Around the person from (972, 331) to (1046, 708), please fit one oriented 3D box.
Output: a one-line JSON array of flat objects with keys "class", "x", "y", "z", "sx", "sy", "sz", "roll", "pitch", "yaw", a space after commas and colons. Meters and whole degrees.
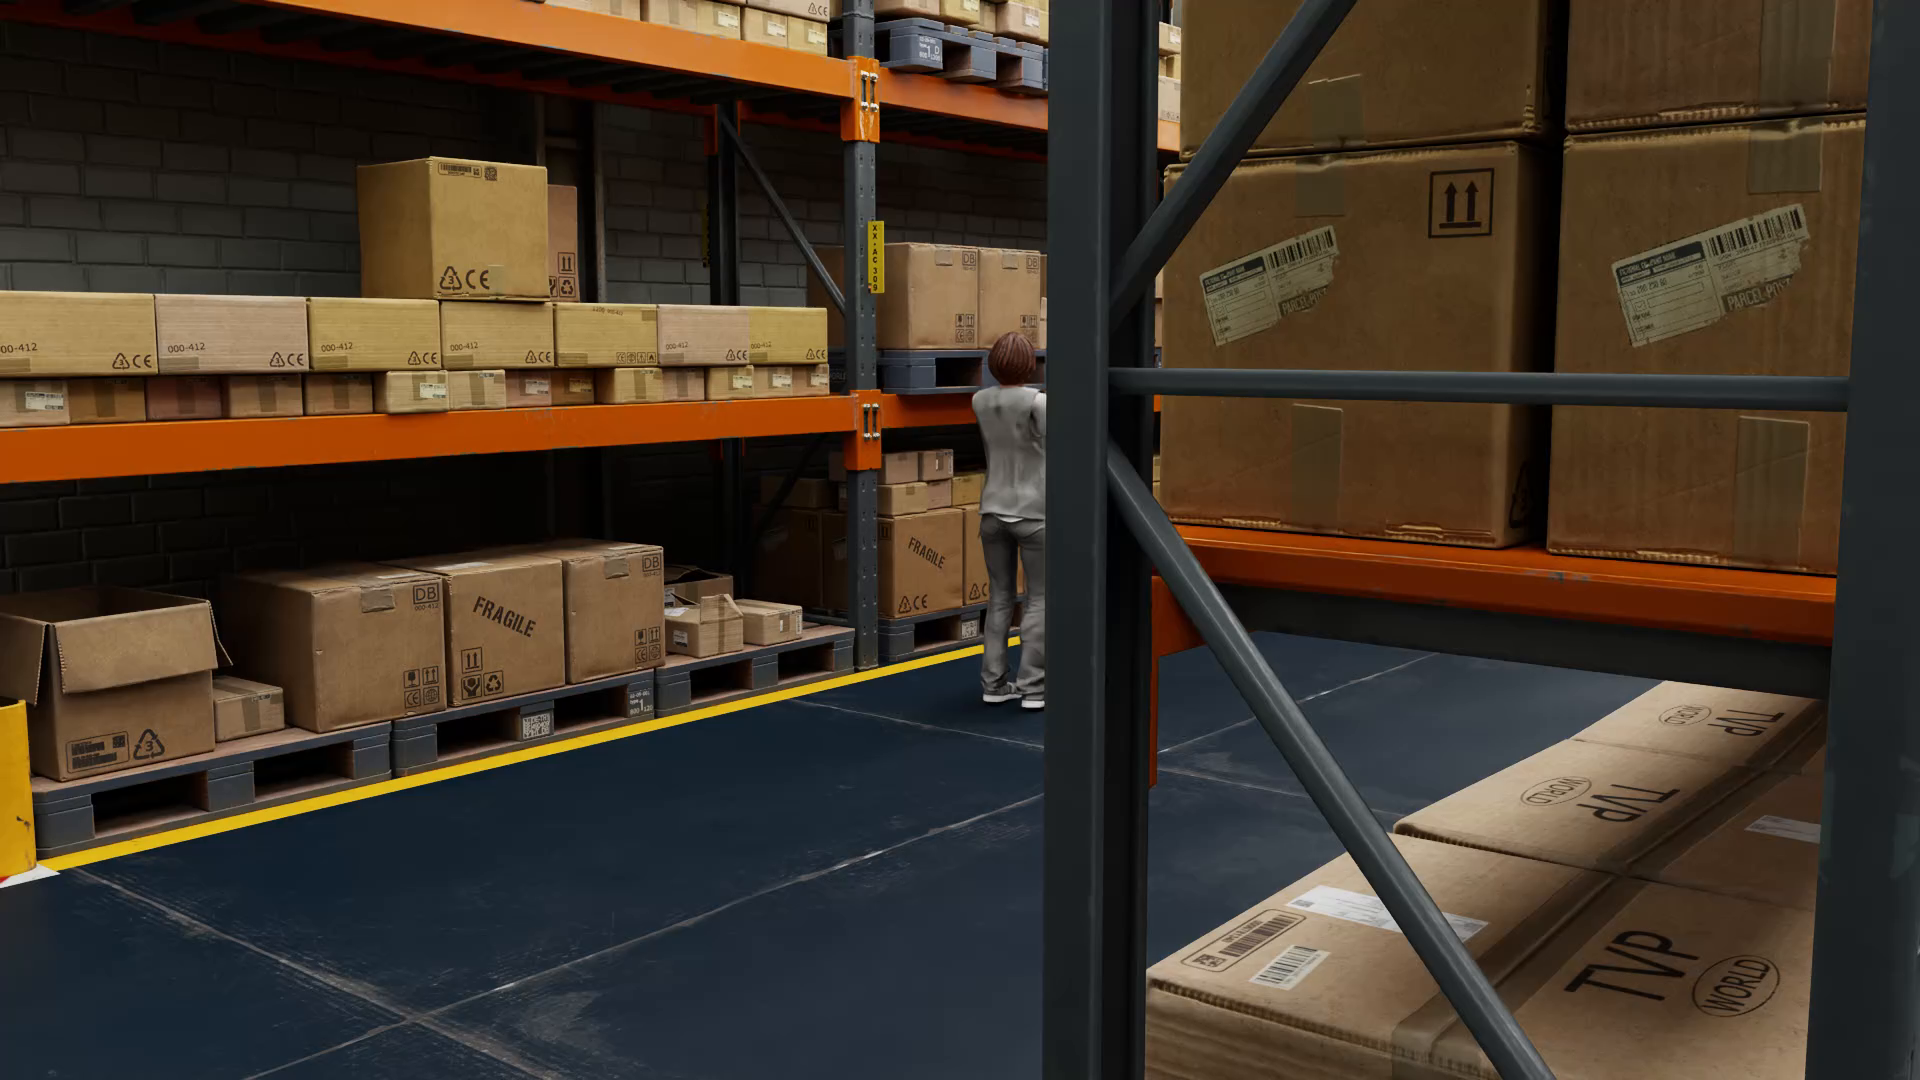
[{"class": "person", "x": 0.301, "y": -0.089, "z": 7.121, "sx": 0.397, "sy": 1.597, "sz": 0.496, "roll": 5, "pitch": 9, "yaw": 36}]
